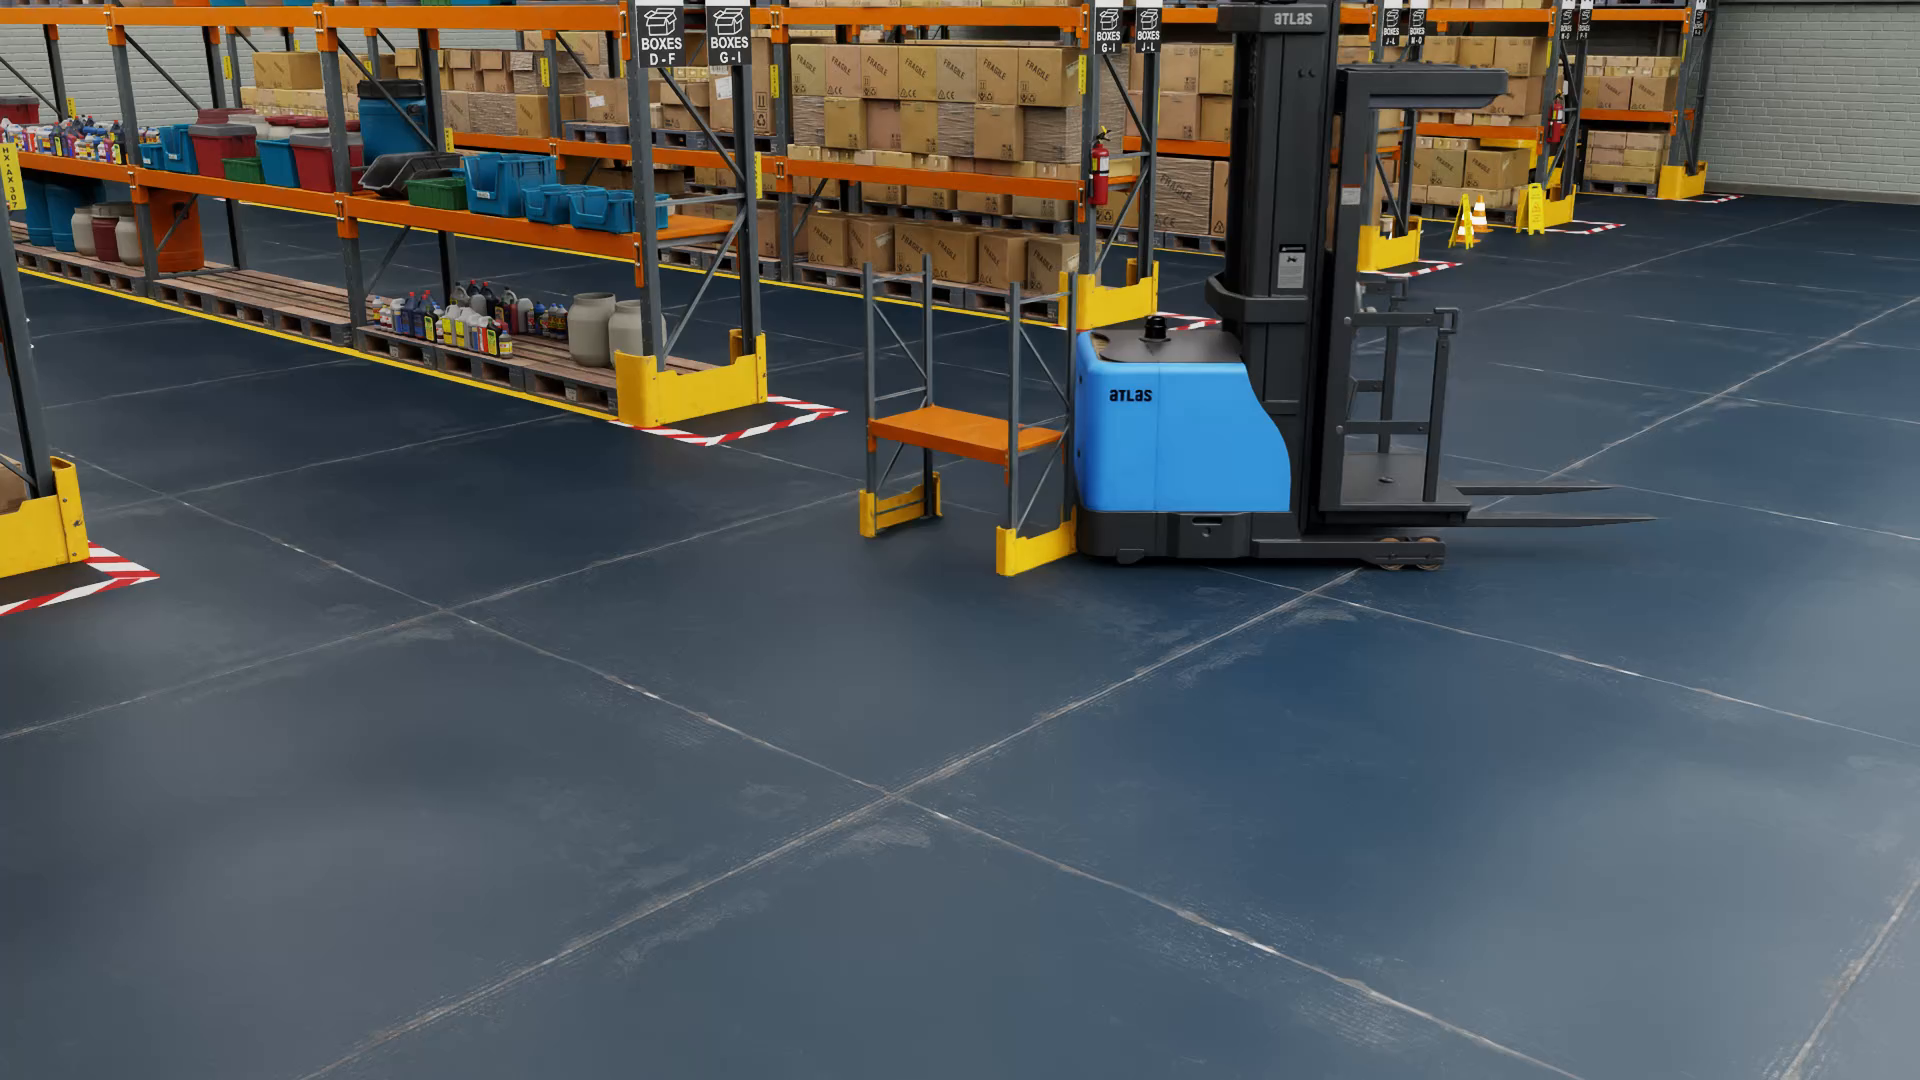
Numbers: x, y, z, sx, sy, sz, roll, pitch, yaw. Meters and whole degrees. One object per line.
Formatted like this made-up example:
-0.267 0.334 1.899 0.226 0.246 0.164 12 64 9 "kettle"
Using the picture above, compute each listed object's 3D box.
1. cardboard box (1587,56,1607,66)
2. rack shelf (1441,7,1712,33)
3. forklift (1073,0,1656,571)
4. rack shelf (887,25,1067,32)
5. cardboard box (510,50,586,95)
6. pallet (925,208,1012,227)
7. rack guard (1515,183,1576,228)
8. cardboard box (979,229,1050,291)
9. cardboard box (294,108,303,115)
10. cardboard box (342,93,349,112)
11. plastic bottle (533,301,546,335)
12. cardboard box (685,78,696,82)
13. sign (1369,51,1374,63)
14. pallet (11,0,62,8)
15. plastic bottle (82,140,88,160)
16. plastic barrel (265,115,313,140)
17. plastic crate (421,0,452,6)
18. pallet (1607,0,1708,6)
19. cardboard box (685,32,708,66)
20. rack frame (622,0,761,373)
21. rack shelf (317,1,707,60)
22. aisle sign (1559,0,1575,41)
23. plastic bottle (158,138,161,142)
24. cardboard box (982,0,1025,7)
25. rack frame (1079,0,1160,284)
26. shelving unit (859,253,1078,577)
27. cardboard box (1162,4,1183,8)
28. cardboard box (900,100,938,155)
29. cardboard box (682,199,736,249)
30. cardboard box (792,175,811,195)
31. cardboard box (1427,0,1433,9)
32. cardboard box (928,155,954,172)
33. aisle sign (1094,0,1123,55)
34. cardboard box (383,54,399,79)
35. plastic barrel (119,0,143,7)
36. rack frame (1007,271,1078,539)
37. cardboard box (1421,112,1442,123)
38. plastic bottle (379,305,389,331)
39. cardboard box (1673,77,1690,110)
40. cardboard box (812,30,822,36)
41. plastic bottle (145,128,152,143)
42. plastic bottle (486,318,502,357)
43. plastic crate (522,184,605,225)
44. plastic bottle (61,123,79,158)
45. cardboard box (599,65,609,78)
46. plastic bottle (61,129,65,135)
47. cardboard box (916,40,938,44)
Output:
10.091 -7.556 26.232 0.250 0.149 0.380 16 23 41 "cardboard box"
9.827 -8.339 26.658 4.000 0.370 1.077 15 23 39 "rack shelf"
2.147 -1.401 8.680 3.031 2.935 1.130 0 18 0 "forklift"
0.551 -8.821 28.179 4.000 0.370 1.077 15 23 39 "rack shelf"
-5.067 -5.767 20.501 0.637 0.503 0.797 16 24 41 "cardboard box"
0.285 -4.443 22.763 1.213 0.211 1.003 15 23 39 "pallet"
7.974 -4.550 22.623 0.348 0.500 1.175 15 23 39 "rack guard"
0.527 -2.734 16.207 0.500 0.500 0.500 -11 21 -31 "cardboard box"
-9.316 -6.123 23.861 0.250 0.149 0.380 14 23 38 "cardboard box"
-8.415 -6.097 23.120 0.500 0.250 0.500 16 24 41 "cardboard box"
-3.467 -1.837 13.725 0.097 0.271 0.097 0 18 0 "plastic bottle"
-3.970 -6.983 25.386 0.250 0.149 0.380 14 23 38 "cardboard box"
4.450 -5.131 18.015 0.005 0.325 0.100 15 23 39 "sign"
-9.309 -5.751 17.626 1.213 0.211 1.003 15 23 39 "pallet"
-9.015 -4.031 17.184 0.097 0.201 0.097 0 18 0 "plastic bottle"
-6.269 -3.708 15.611 0.433 0.535 0.433 0 18 0 "plastic barrel"
-3.827 -4.117 12.518 0.450 0.188 0.336 15 23 39 "plastic crate"
10.811 -8.386 25.763 1.213 0.211 1.003 15 23 39 "pallet"
-4.330 -7.807 26.444 0.500 0.500 0.500 16 23 41 "cardboard box"
-1.835 -2.364 11.601 0.127 3.000 1.000 15 23 39 "rack frame"
-3.331 -3.852 12.521 4.000 0.370 1.077 15 23 39 "rack shelf"
7.885 -6.887 21.558 0.004 0.787 0.394 15 23 39 "aisle sign"
-8.342 -4.096 17.389 0.097 0.201 0.097 0 18 0 "plastic bottle"
0.548 -4.981 15.139 0.500 0.250 0.500 15 23 40 "cardboard box"
1.453 -3.484 15.132 0.127 3.000 1.000 15 23 39 "rack frame"
0.036 -0.700 8.838 1.083 1.500 0.587 15 23 40 "shelving unit"
3.207 -8.512 25.844 0.637 0.503 0.797 15 23 39 "cardboard box"
-0.105 -4.077 16.342 0.500 0.500 0.875 15 23 39 "cardboard box"
-2.747 -3.646 19.047 0.500 0.500 0.700 13 22 35 "cardboard box"
-2.214 -5.379 24.541 0.500 0.500 0.500 16 24 41 "cardboard box"
6.400 -7.343 22.747 0.250 0.149 0.380 15 23 39 "cardboard box"
-0.089 -3.653 16.077 0.250 0.149 0.380 15 23 39 "cardboard box"
1.300 -4.643 14.486 0.004 0.787 0.394 15 23 39 "aisle sign"
-7.711 -6.475 23.073 0.500 0.500 0.500 15 23 39 "cardboard box"
-7.789 -5.321 15.777 0.421 0.512 0.421 0 18 0 "plastic barrel"
0.420 -0.595 8.507 0.032 1.500 0.500 15 23 40 "rack frame"
6.606 -5.874 23.078 0.250 0.149 0.380 15 23 39 "cardboard box"
-4.803 -1.859 13.910 0.097 0.201 0.097 0 18 0 "plastic bottle"
11.137 -7.060 26.234 0.500 0.500 0.500 16 24 41 "cardboard box"
-2.494 -9.276 30.491 0.250 0.149 0.380 15 23 39 "cardboard box"
-8.687 -4.284 17.864 0.097 0.271 0.097 0 18 0 "plastic bottle"
-3.599 -1.568 12.856 0.133 0.283 0.061 16 23 41 "plastic bottle"
-2.890 -2.457 12.142 0.408 0.251 0.499 15 23 39 "plastic crate"
-9.350 -4.202 17.475 0.185 0.351 0.144 15 23 39 "plastic bottle"
-5.463 -7.423 26.885 0.500 0.500 0.500 15 23 39 "cardboard box"
-9.456 -4.206 17.600 0.133 0.283 0.061 15 23 39 "plastic bottle"
-0.407 -8.411 28.837 0.500 0.500 0.500 15 23 39 "cardboard box"
